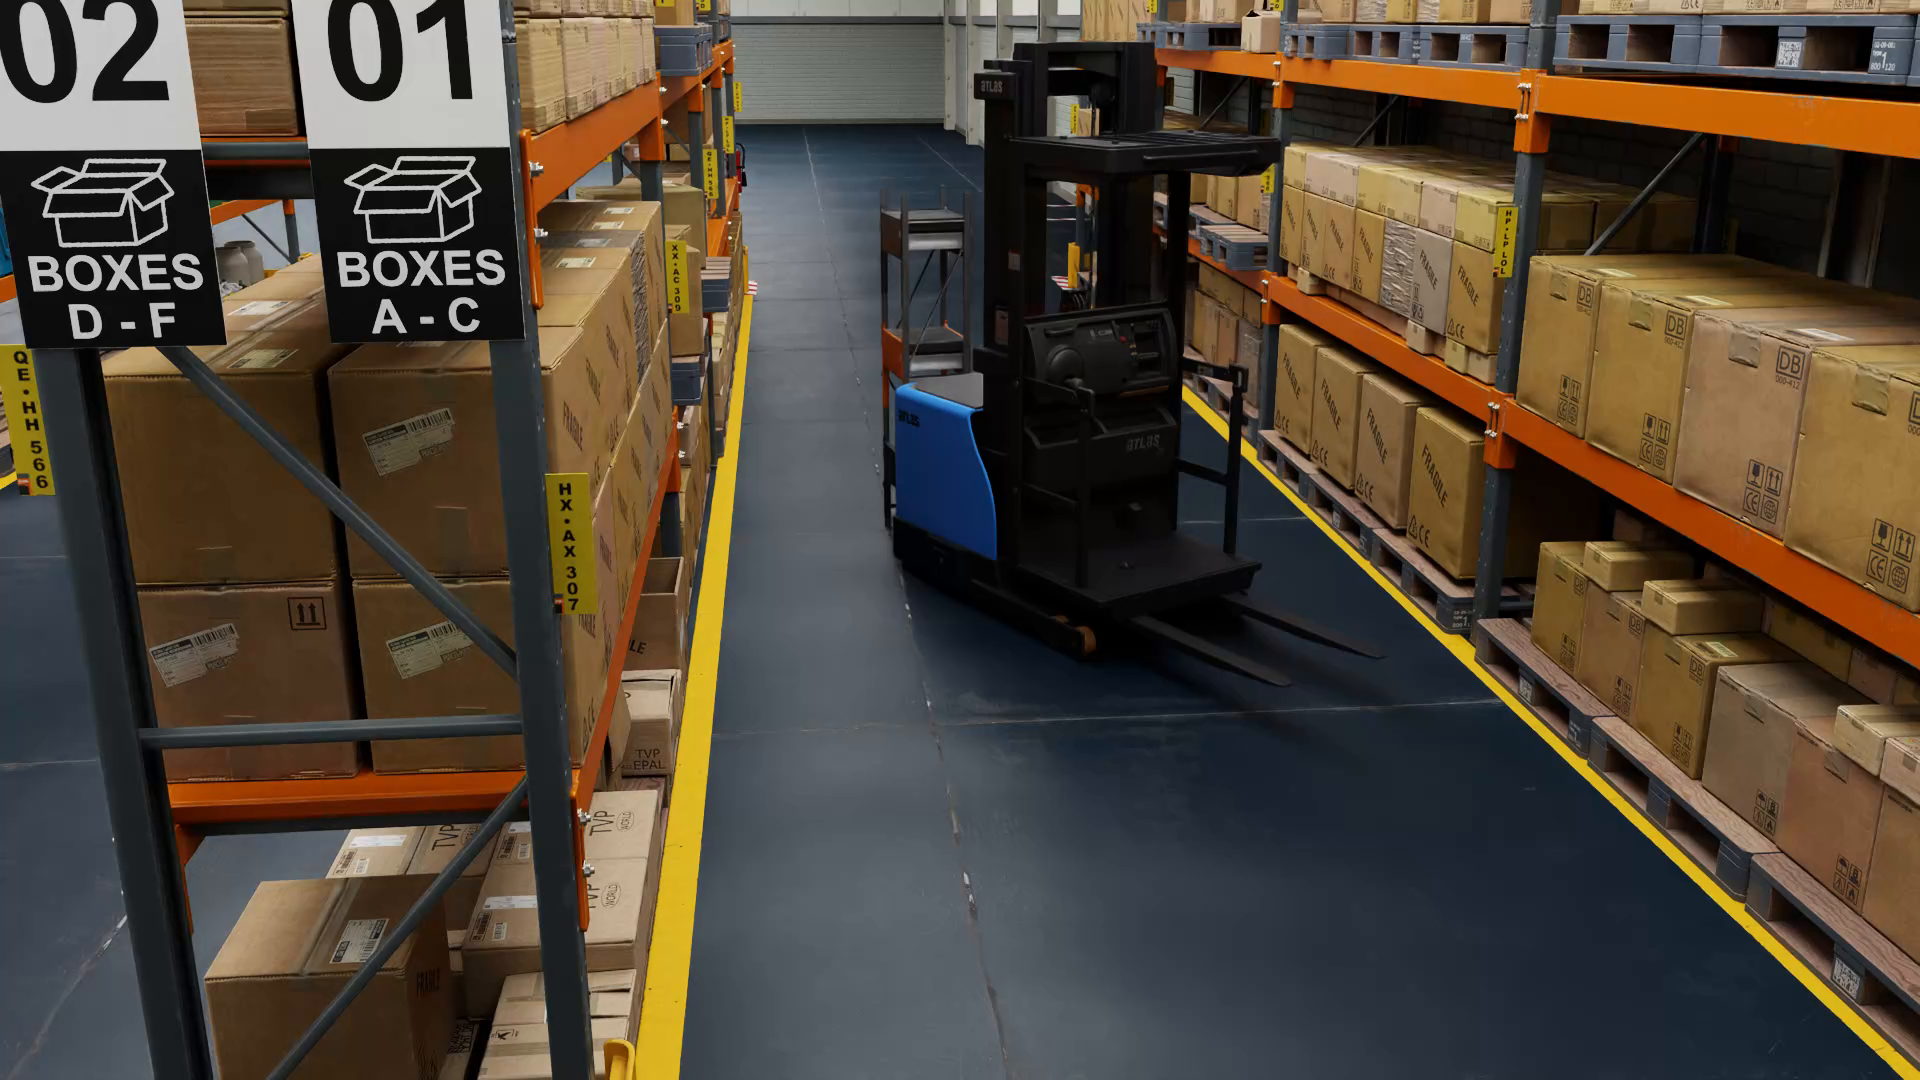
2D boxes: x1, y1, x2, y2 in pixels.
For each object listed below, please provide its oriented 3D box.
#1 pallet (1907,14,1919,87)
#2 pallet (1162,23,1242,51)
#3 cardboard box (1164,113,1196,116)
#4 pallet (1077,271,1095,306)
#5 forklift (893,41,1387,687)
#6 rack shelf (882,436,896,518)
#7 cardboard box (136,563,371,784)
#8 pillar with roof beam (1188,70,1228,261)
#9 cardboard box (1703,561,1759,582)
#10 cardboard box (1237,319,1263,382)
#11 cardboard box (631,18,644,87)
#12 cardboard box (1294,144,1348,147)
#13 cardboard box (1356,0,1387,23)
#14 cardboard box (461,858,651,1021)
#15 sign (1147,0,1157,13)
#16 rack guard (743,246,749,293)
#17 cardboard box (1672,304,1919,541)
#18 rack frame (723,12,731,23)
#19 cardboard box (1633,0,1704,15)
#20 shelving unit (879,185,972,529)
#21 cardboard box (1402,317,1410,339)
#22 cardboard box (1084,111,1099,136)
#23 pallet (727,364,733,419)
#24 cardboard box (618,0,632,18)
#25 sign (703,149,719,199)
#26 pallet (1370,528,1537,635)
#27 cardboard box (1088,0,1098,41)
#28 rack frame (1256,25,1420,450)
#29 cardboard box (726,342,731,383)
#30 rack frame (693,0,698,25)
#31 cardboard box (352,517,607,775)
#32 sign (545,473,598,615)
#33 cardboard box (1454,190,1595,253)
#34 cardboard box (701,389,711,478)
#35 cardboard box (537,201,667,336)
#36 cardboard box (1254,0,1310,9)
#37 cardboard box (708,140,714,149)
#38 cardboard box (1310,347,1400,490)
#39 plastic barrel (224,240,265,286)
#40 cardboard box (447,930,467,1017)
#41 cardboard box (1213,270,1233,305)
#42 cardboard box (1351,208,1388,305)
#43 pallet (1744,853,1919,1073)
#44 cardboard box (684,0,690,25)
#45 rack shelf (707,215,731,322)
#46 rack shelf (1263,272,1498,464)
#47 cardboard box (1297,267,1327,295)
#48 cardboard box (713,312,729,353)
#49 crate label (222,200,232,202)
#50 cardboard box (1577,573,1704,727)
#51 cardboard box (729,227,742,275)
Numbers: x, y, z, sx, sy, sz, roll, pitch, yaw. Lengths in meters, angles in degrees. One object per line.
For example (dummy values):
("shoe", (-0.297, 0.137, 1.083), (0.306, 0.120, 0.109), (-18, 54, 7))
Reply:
("pallet", (3.435, -1.323, 4.525), (1.003, 0.211, 1.213), (-2, 18, -6))
("pallet", (2.352, -4.134, 13.644), (1.213, 0.211, 1.003), (-2, 18, -6))
("cardboard box", (2.232, -4.338, 17.953), (0.500, 0.500, 0.500), (-2, 18, -7))
("pallet", (1.929, -2.885, 19.013), (1.003, 0.211, 1.213), (-2, 18, -6))
("forklift", (0.859, -0.968, 8.368), (1.130, 2.935, 3.031), (-12, 21, -32))
("rack shelf", (-0.206, -0.338, 10.131), (0.431, 0.518, 0.480), (-5, 18, -16))
("cardboard box", (-1.721, 0.268, 4.150), (0.500, 0.500, 0.500), (-1, 17, -4))
("pillar with roof beam", (-1.477, -7.028, 17.540), (9.100, 9.000, 0.400), (-2, 18, -6))
("cardboard box", (3.352, 0.189, 6.956), (0.380, 0.149, 0.250), (-2, 18, -7))
("cardboard box", (2.634, -1.485, 13.337), (0.700, 0.500, 0.500), (-2, 18, -6))
("cardboard box", (-1.461, -1.825, 6.225), (0.500, 0.250, 0.500), (-2, 18, -6))
("cardboard box", (2.632, -2.766, 11.996), (0.380, 0.149, 0.250), (-4, 18, -13))
("cardboard box", (2.911, -3.487, 10.367), (0.700, 0.500, 0.500), (-3, 18, -9))
("cardboard box", (-1.230, 1.223, 5.131), (0.500, 0.250, 0.500), (-2, 18, -6))
("sign", (1.746, -4.948, 15.058), (0.100, 0.325, 0.005), (-2, 18, -6))
("rack guard", (-3.057, -3.141, 19.348), (1.175, 0.500, 0.348), (-2, 18, -6))
("cardboard box", (3.304, -0.452, 6.110), (0.980, 0.700, 0.700), (-3, 18, -8))
("rack frame", (-3.055, -7.189, 18.052), (1.000, 3.000, 0.127), (-2, 18, -6))
("cardboard box", (2.957, -2.147, 6.382), (0.500, 0.250, 0.500), (-2, 18, -7))
("shelving unit", (-0.206, -1.019, 9.918), (0.431, 2.100, 0.503), (-5, 18, -16))
("cardboard box", (2.717, -1.192, 9.352), (0.380, 0.149, 0.250), (-2, 18, -6))
("cardboard box", (1.663, -4.477, 18.396), (0.500, 0.500, 0.500), (-2, 18, -5))
("pallet", (-2.398, -1.222, 13.717), (1.003, 0.211, 1.213), (-2, 18, -6))
("cardboard box", (-1.399, -1.915, 5.677), (0.500, 0.250, 0.500), (-2, 18, -6))
("sign", (-1.691, -2.477, 11.259), (0.100, 0.325, 0.005), (-2, 18, -6))
("pallet", (2.955, 0.197, 9.196), (1.003, 0.211, 1.213), (-2, 18, -6))
("cardboard box", (1.678, -5.701, 18.119), (0.500, 0.500, 0.500), (-1, 17, -2))
("rack frame", (2.697, -2.097, 11.850), (1.000, 3.000, 0.127), (-2, 18, -6))
("cardboard box", (-2.156, -1.454, 13.690), (0.500, 0.250, 0.500), (-1, 17, -5))
("rack frame", (-2.230, -4.805, 10.460), (1.000, 3.000, 0.127), (-2, 18, -6))
("cardboard box", (-1.188, 0.252, 4.199), (0.500, 0.500, 0.500), (-1, 17, -4))
("sign", (-0.865, 0.011, 3.691), (0.100, 0.325, 0.005), (-2, 18, -6))
("cardboard box", (2.807, -1.594, 8.297), (0.500, 0.250, 0.500), (-1, 17, -4))
("cardboard box", (-1.900, -0.689, 10.803), (0.500, 0.500, 0.500), (-1, 17, -3))
("cardboard box", (-1.507, -1.133, 6.943), (0.500, 0.500, 0.500), (-2, 18, -5))
("cardboard box", (2.656, -3.976, 12.621), (0.797, 0.503, 0.637), (1, 17, 2))
("cardboard box", (-2.503, -3.653, 15.555), (0.380, 0.149, 0.250), (-2, 17, -5))
("cardboard box", (2.727, -0.788, 10.566), (0.750, 0.750, 0.750), (-2, 18, -6))
("plastic barrel", (-7.838, -2.994, 18.159), (0.421, 0.512, 0.421), (0, 17, 0))
("cardboard box", (-1.658, 1.304, 5.010), (0.380, 0.166, 0.250), (-2, 18, -6))
("cardboard box", (2.483, -2.159, 14.234), (0.500, 0.250, 0.500), (-2, 18, -7))
("cardboard box", (2.649, -1.685, 9.839), (0.500, 0.500, 0.500), (-1, 17, -4))
("pallet", (3.362, 1.381, 5.426), (1.003, 0.211, 1.213), (-2, 18, -6))
("cardboard box", (-2.099, -3.141, 10.000), (0.910, 0.500, 0.500), (-2, 18, -6))
("rack shelf", (-2.436, -2.196, 13.364), (1.077, 0.370, 4.000), (-2, 18, -6))
("rack shelf", (2.904, -1.158, 10.059), (1.077, 0.370, 4.000), (-2, 18, -6))
("cardboard box", (2.461, -1.725, 11.049), (0.380, 0.149, 0.250), (-1, 17, -4))
("cardboard box", (-2.158, -1.726, 13.619), (0.500, 0.311, 0.500), (-2, 18, -6))
("crate label", (-7.523, -3.652, 16.741), (0.502, 0.435, 0.616), (-2, 18, -6))
("cardboard box", (3.134, 0.462, 7.168), (0.700, 0.500, 0.500), (-2, 18, -6))
("cardboard box", (-2.535, -2.976, 17.285), (0.500, 0.500, 0.500), (-2, 18, -6))
